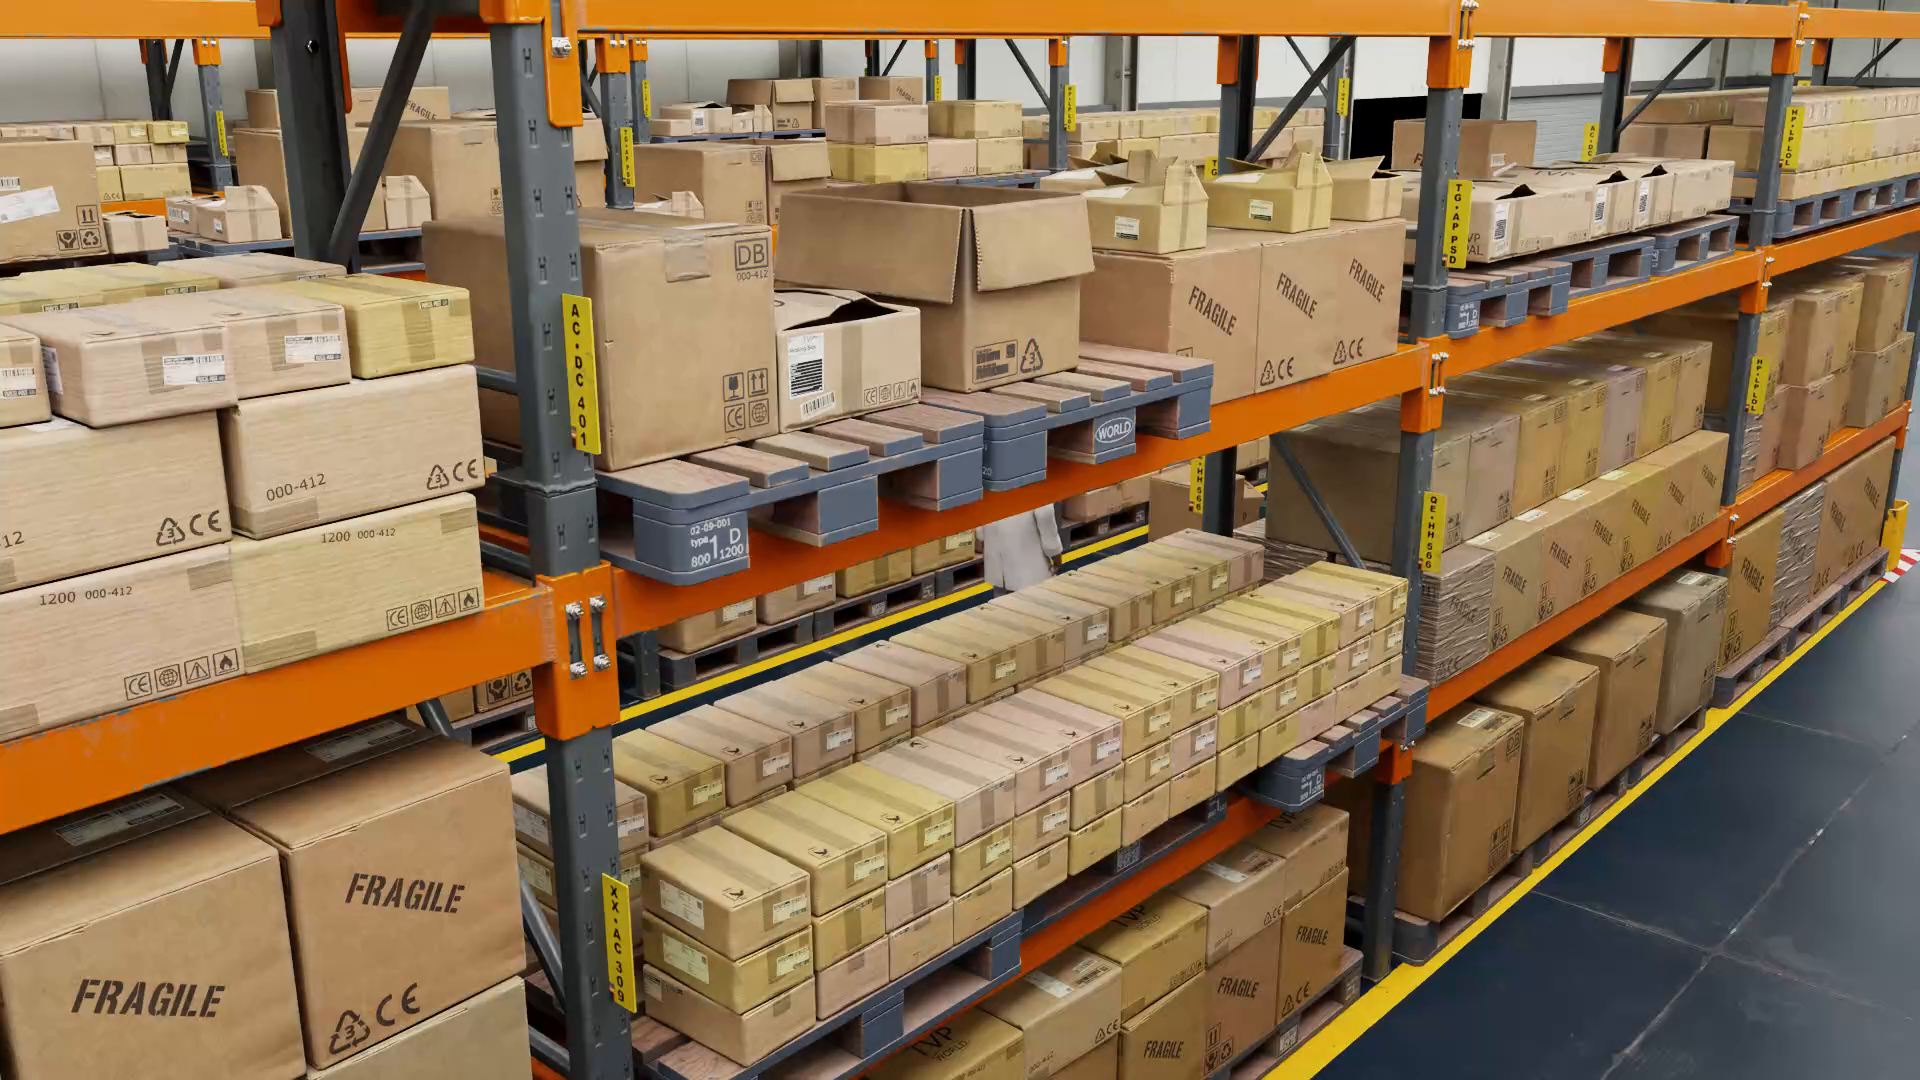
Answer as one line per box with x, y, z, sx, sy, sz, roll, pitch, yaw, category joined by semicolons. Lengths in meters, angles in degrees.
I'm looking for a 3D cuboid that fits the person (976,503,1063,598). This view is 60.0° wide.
0.361;0.045;10.418;0.653;1.774;0.416;14;22;39;person
